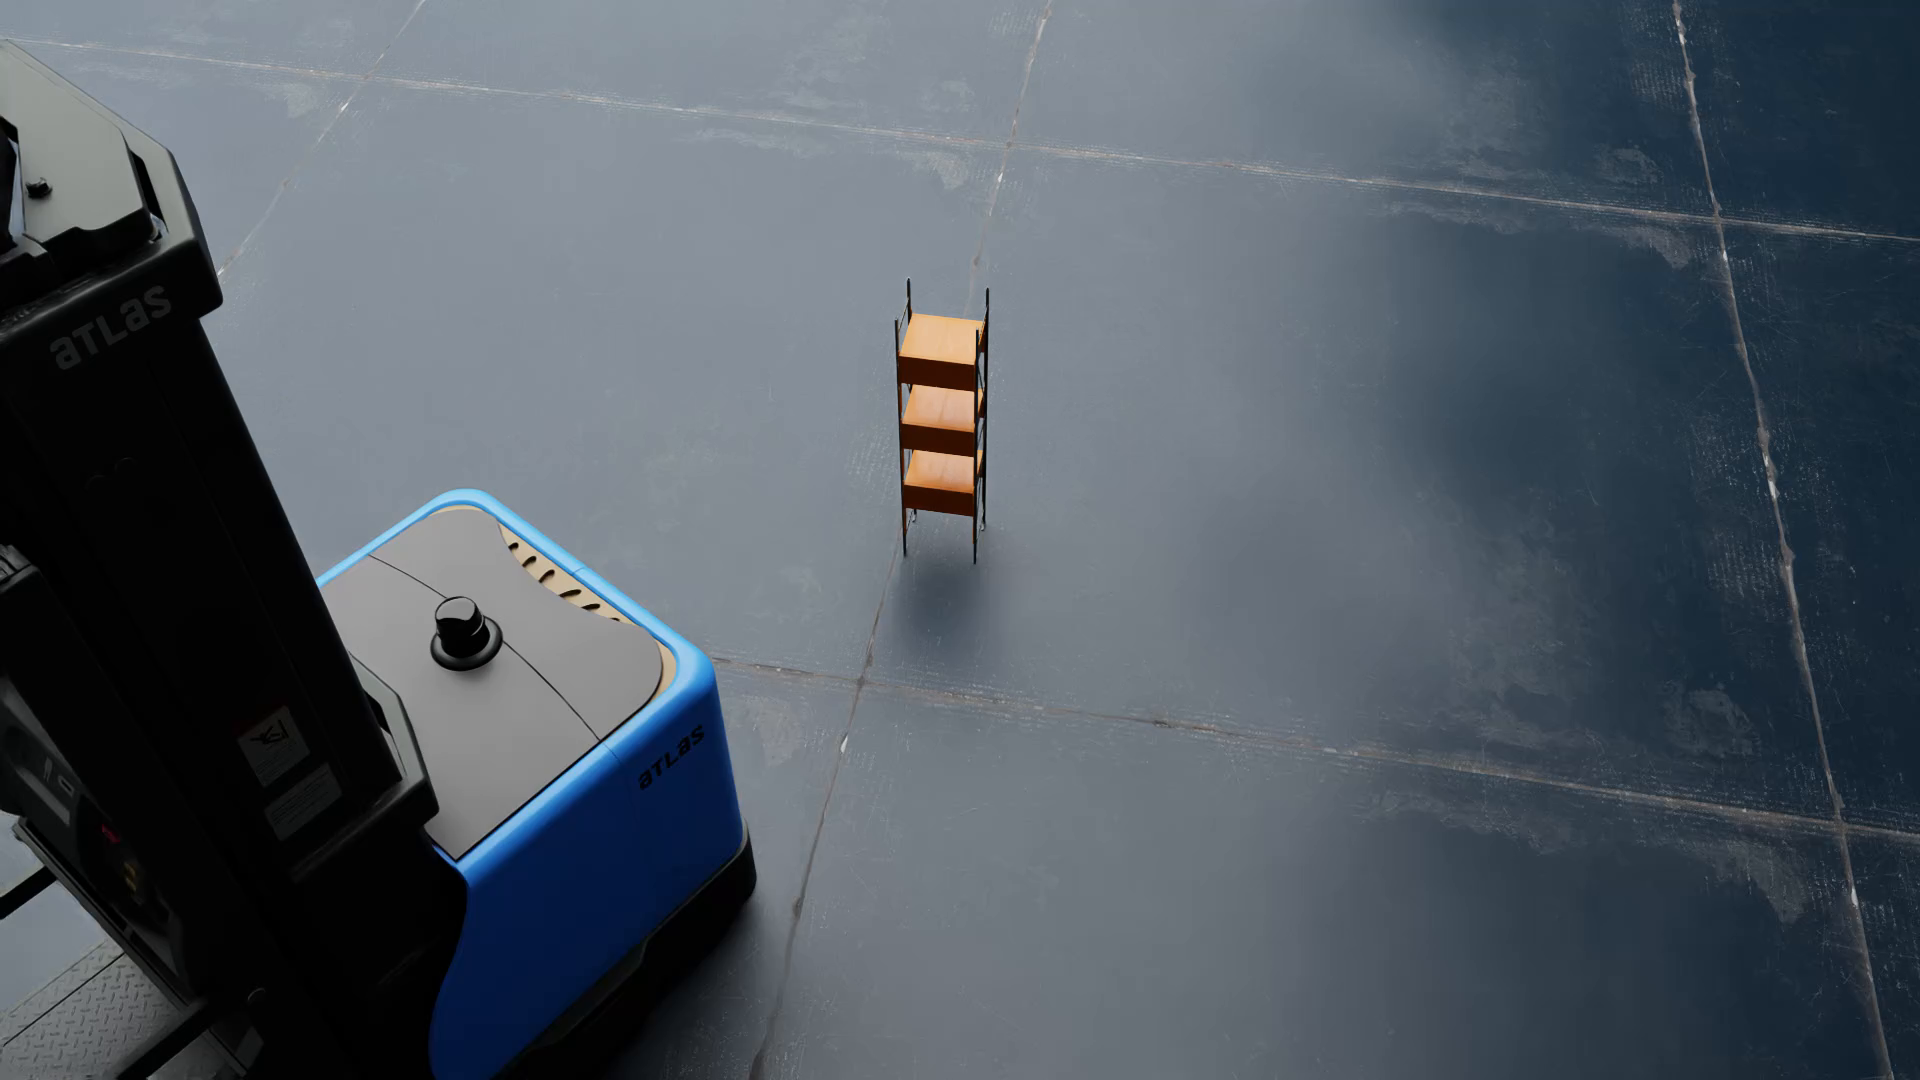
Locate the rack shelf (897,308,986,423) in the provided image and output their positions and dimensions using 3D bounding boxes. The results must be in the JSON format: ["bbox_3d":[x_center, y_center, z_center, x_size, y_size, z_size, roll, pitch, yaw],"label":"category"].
[{"bbox_3d":[-0.053,-0.541,5.163,0.240,0.259,0.215,8,49,7],"label":"rack shelf"}]

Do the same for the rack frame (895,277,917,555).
[{"bbox_3d":[-0.173,-0.374,5.380,0.008,1.050,0.200,8,49,7],"label":"rack frame"}]

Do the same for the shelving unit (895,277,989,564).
[{"bbox_3d":[-0.053,-0.358,5.366,0.252,1.050,0.215,8,49,7],"label":"shelving unit"}]

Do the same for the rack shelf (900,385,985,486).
[{"bbox_3d":[-0.053,-0.351,5.374,0.240,0.259,0.215,8,49,7],"label":"rack shelf"}]

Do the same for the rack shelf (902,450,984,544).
[{"bbox_3d":[-0.053,-0.165,5.580,0.240,0.259,0.215,8,49,7],"label":"rack shelf"}]

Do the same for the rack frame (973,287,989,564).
[{"bbox_3d":[0.067,-0.342,5.351,0.008,1.050,0.200,8,49,7],"label":"rack frame"}]

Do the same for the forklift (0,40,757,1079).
[{"bbox_3d":[-1.922,0.641,3.204,1.130,2.935,3.031,32,56,26],"label":"forklift"}]
